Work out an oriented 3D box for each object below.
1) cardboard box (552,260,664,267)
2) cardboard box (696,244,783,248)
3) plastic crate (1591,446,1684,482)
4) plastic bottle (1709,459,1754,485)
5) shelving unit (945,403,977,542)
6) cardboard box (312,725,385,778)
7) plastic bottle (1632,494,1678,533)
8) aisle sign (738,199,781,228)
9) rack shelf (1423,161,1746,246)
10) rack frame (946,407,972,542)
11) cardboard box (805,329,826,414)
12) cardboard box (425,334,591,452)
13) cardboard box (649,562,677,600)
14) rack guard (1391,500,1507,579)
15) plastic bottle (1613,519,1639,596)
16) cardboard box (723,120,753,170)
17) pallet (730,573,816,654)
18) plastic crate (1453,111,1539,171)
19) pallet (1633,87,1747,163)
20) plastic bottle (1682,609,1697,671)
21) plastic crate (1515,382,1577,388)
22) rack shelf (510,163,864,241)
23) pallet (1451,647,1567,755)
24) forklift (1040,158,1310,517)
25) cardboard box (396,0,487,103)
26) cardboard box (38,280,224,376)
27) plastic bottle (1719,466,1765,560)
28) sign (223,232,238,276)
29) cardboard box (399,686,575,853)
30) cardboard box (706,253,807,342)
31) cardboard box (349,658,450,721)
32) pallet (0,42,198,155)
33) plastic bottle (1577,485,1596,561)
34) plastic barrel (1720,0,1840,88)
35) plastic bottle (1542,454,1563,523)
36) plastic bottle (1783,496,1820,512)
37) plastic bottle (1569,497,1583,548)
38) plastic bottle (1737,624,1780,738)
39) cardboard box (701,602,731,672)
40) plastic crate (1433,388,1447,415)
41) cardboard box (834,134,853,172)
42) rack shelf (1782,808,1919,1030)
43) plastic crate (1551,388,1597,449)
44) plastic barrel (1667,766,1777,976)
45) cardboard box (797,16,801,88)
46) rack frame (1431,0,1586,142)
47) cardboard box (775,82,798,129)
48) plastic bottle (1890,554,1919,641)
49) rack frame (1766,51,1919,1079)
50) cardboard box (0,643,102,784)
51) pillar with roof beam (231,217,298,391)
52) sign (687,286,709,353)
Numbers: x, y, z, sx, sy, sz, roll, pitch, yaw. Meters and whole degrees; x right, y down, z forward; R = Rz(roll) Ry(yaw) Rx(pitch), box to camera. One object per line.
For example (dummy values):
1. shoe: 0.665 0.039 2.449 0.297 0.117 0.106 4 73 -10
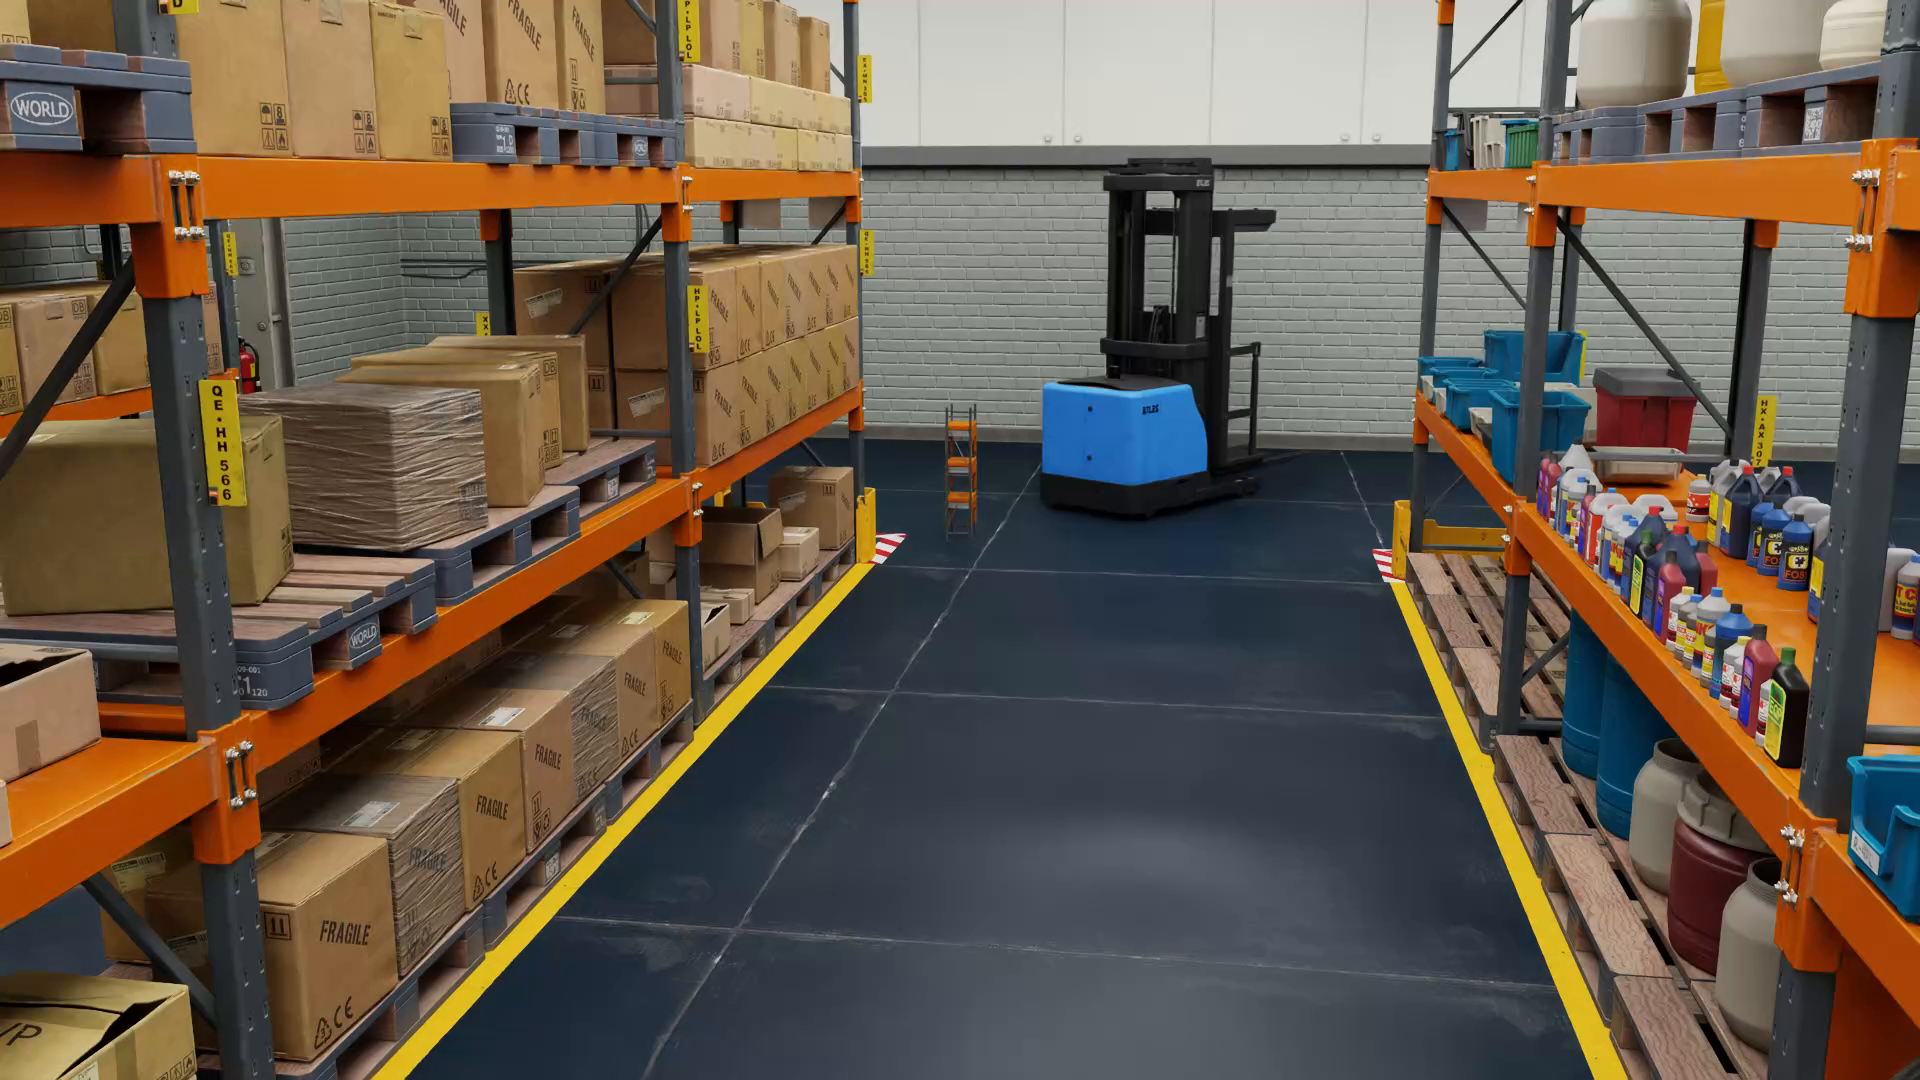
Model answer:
1. cardboard box: -1.932 -1.290 9.249 0.500 0.500 0.500 2 12 8
2. cardboard box: -1.543 -1.819 11.701 0.500 0.500 0.500 2 12 10
3. plastic crate: 3.277 -0.363 8.043 0.396 0.136 0.243 2 12 9
4. plastic bottle: 3.323 -0.218 7.178 0.152 0.276 0.135 2 12 9
5. shelving unit: 0.008 -0.524 12.934 0.215 1.050 0.252 2 12 9
6. cardboard box: -2.453 0.997 6.134 0.500 0.500 0.500 1 12 7
7. plastic bottle: 2.624 -0.028 6.300 0.152 0.276 0.135 2 12 9
8. aisle sign: -1.494 -2.659 12.042 0.394 0.787 0.004 2 12 9
9. rack shelf: 3.372 -1.902 9.286 1.077 0.370 4.000 2 12 9
10. rack frame: -0.011 -0.499 12.817 0.200 1.050 0.008 2 12 9
11. cardboard box: -1.173 -1.100 10.739 0.500 0.500 0.500 2 12 9
12. cardboard box: -2.123 -0.695 7.864 0.700 0.500 0.500 -2 12 -10
13. cardboard box: -1.907 0.283 9.897 0.500 0.311 0.500 2 12 9
14. rack guard: 3.670 0.013 11.746 1.175 0.500 0.348 2 12 9
15. plastic bottle: 2.379 0.061 5.897 0.097 0.271 0.097 0 12 0
16. cardboard box: -1.429 -2.122 8.957 0.500 0.250 0.500 2 12 9
17. pallet: -1.538 0.434 10.481 1.003 0.211 1.213 2 12 9
18. plastic crate: 3.173 -2.330 9.714 0.504 0.338 0.767 2 12 9
19. pallet: 2.869 -1.342 5.430 1.003 0.211 1.213 2 12 9
20. plastic bottle: 2.236 0.288 5.008 0.097 0.201 0.097 0 12 0
21. plastic crate: 3.733 -0.928 10.664 0.396 0.136 0.243 2 12 9
22. rack shelf: -1.522 -2.063 10.034 1.077 0.370 4.000 2 12 9
23. pallet: 3.139 0.838 8.604 1.003 0.211 1.213 2 12 9
24. forklift: 2.059 -1.870 14.712 1.130 2.935 3.031 11 16 42
25. cardboard box: -2.182 -1.921 6.197 0.600 0.600 0.600 1 12 6
26. cardboard box: -6.178 -1.565 12.421 0.980 0.700 0.700 2 12 11
27. plastic bottle: 3.075 -0.111 6.505 0.144 0.351 0.185 2 12 9
28. sign: -5.576 -2.186 12.705 0.100 0.325 0.005 2 12 9
29. cardboard box: -1.860 0.900 6.587 0.500 0.500 0.500 1 12 7
30. cardboard box: -1.242 -1.481 10.133 0.500 0.500 0.500 2 12 10
31. cardboard box: -2.375 0.514 6.599 0.500 0.250 0.500 2 12 8
32. pallet: -2.461 -0.929 3.514 1.213 0.211 1.003 2 12 11
33. plastic bottle: 2.450 -0.066 6.458 0.061 0.283 0.133 2 12 9
34. plastic barrel: 2.573 -1.650 5.091 0.433 0.535 0.433 0 12 0
35. plastic bottle: 2.566 -0.223 7.187 0.061 0.283 0.133 2 12 9
36. plastic bottle: 3.189 -0.037 6.338 0.152 0.276 0.135 2 12 9
37. plastic bottle: 2.500 -0.070 6.670 0.097 0.201 0.097 0 12 0
38. plastic bottle: 2.125 0.373 4.420 0.061 0.283 0.133 2 12 9
39. cardboard box: -1.551 0.487 8.952 0.500 0.311 0.500 2 12 9
40. plastic crate: 3.081 -0.858 10.338 0.250 0.136 0.298 2 12 9
41. cardboard box: -1.033 -2.642 11.370 0.500 0.250 0.500 2 12 9
42. rack shelf: 2.141 1.230 1.874 1.077 0.370 4.000 2 12 9
43. plastic crate: 3.481 -0.654 9.047 0.437 0.282 0.530 2 12 9
44. plastic barrel: 2.681 1.098 5.506 0.600 0.588 0.708 2 12 9
45. cardboard box: -1.438 -3.160 10.805 0.700 0.500 0.500 2 12 9
46. rack frame: 3.679 -4.136 10.826 1.000 3.000 0.127 2 12 9
47. cardboard box: -1.269 -2.575 9.869 0.500 0.250 0.500 2 12 9
48. plastic bottle: 3.058 0.181 5.337 0.097 0.271 0.097 0 12 0
49. rack frame: 2.449 0.462 3.730 1.000 3.000 0.127 2 12 9
50. cardboard box: -2.544 0.418 4.143 0.500 0.311 0.500 3 12 12
51. pillar with roof beam: -2.295 -4.908 14.406 9.100 9.000 0.400 2 12 9
52. sign: -1.281 -1.081 8.140 0.100 0.325 0.005 2 12 9
